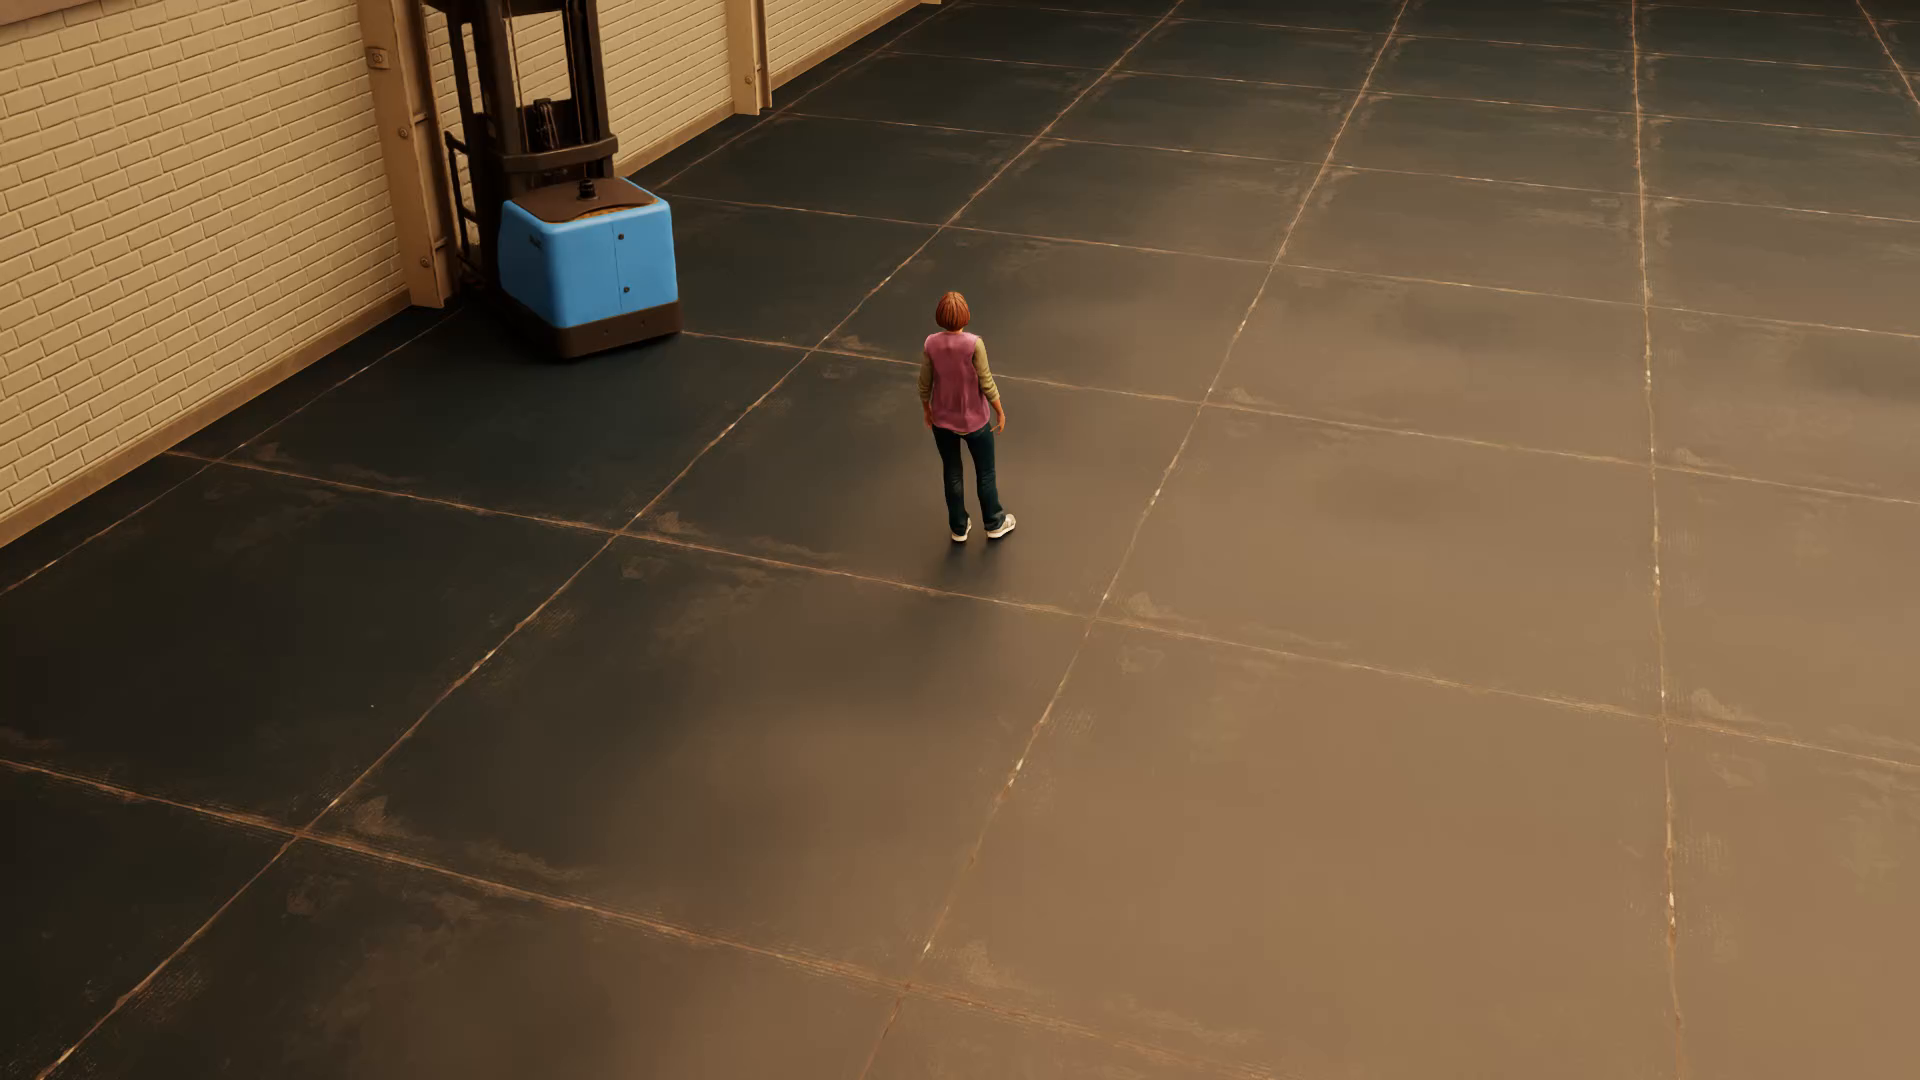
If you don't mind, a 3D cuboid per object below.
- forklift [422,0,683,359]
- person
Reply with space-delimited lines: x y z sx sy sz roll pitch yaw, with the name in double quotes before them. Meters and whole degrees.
"forklift" -3.413 -3.291 12.909 1.130 2.935 3.031 -20 35 -31
"person" 0.037 -0.732 9.753 0.520 1.597 0.476 10 31 16
